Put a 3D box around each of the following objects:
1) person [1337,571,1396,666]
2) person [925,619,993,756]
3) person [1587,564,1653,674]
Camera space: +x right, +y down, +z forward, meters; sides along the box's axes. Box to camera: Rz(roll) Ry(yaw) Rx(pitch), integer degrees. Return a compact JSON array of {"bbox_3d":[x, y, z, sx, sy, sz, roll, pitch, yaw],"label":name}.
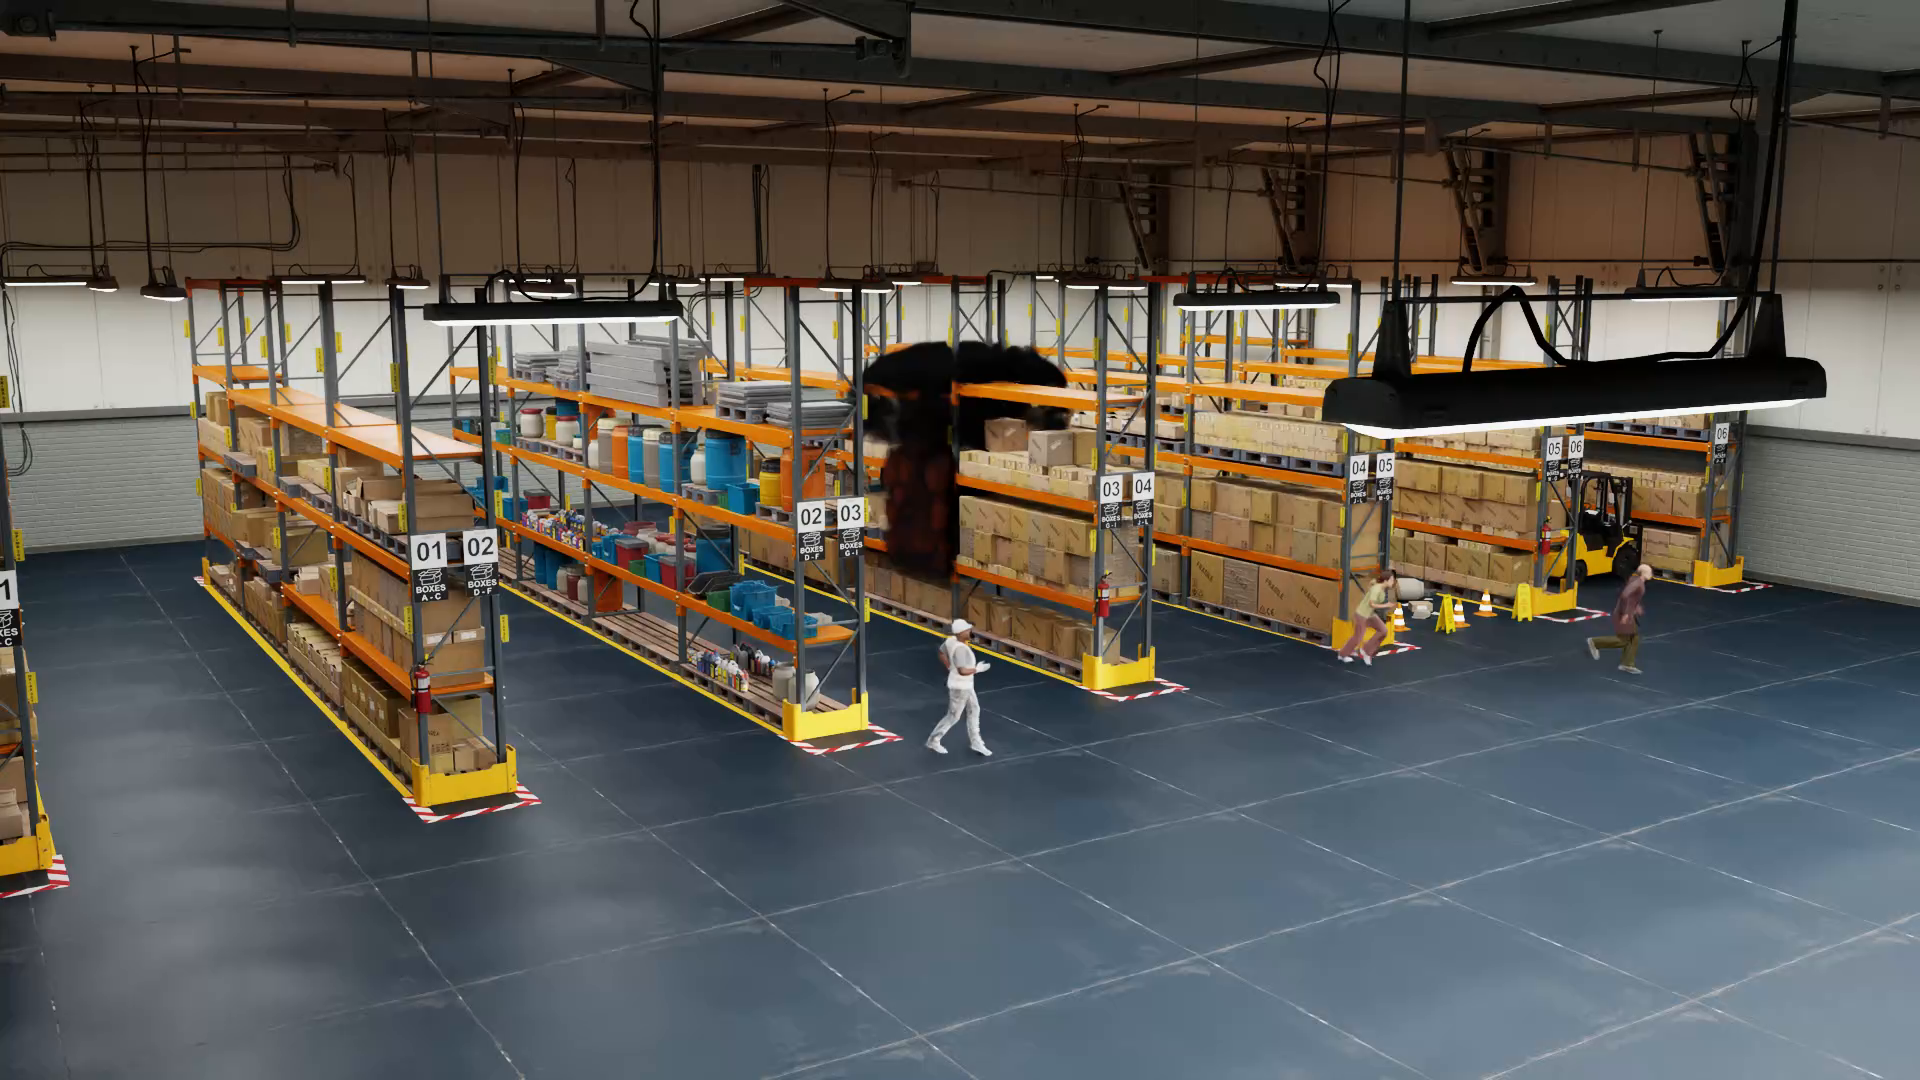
[{"bbox_3d":[6.414,1.217,26.165,0.912,1.547,0.611,5,11,29],"label":"person"},{"bbox_3d":[-0.013,1.908,21.258,0.877,1.835,0.666,0,10,-1],"label":"person"},{"bbox_3d":[10.236,1.208,25.829,0.882,1.727,0.712,3,10,16],"label":"person"}]
